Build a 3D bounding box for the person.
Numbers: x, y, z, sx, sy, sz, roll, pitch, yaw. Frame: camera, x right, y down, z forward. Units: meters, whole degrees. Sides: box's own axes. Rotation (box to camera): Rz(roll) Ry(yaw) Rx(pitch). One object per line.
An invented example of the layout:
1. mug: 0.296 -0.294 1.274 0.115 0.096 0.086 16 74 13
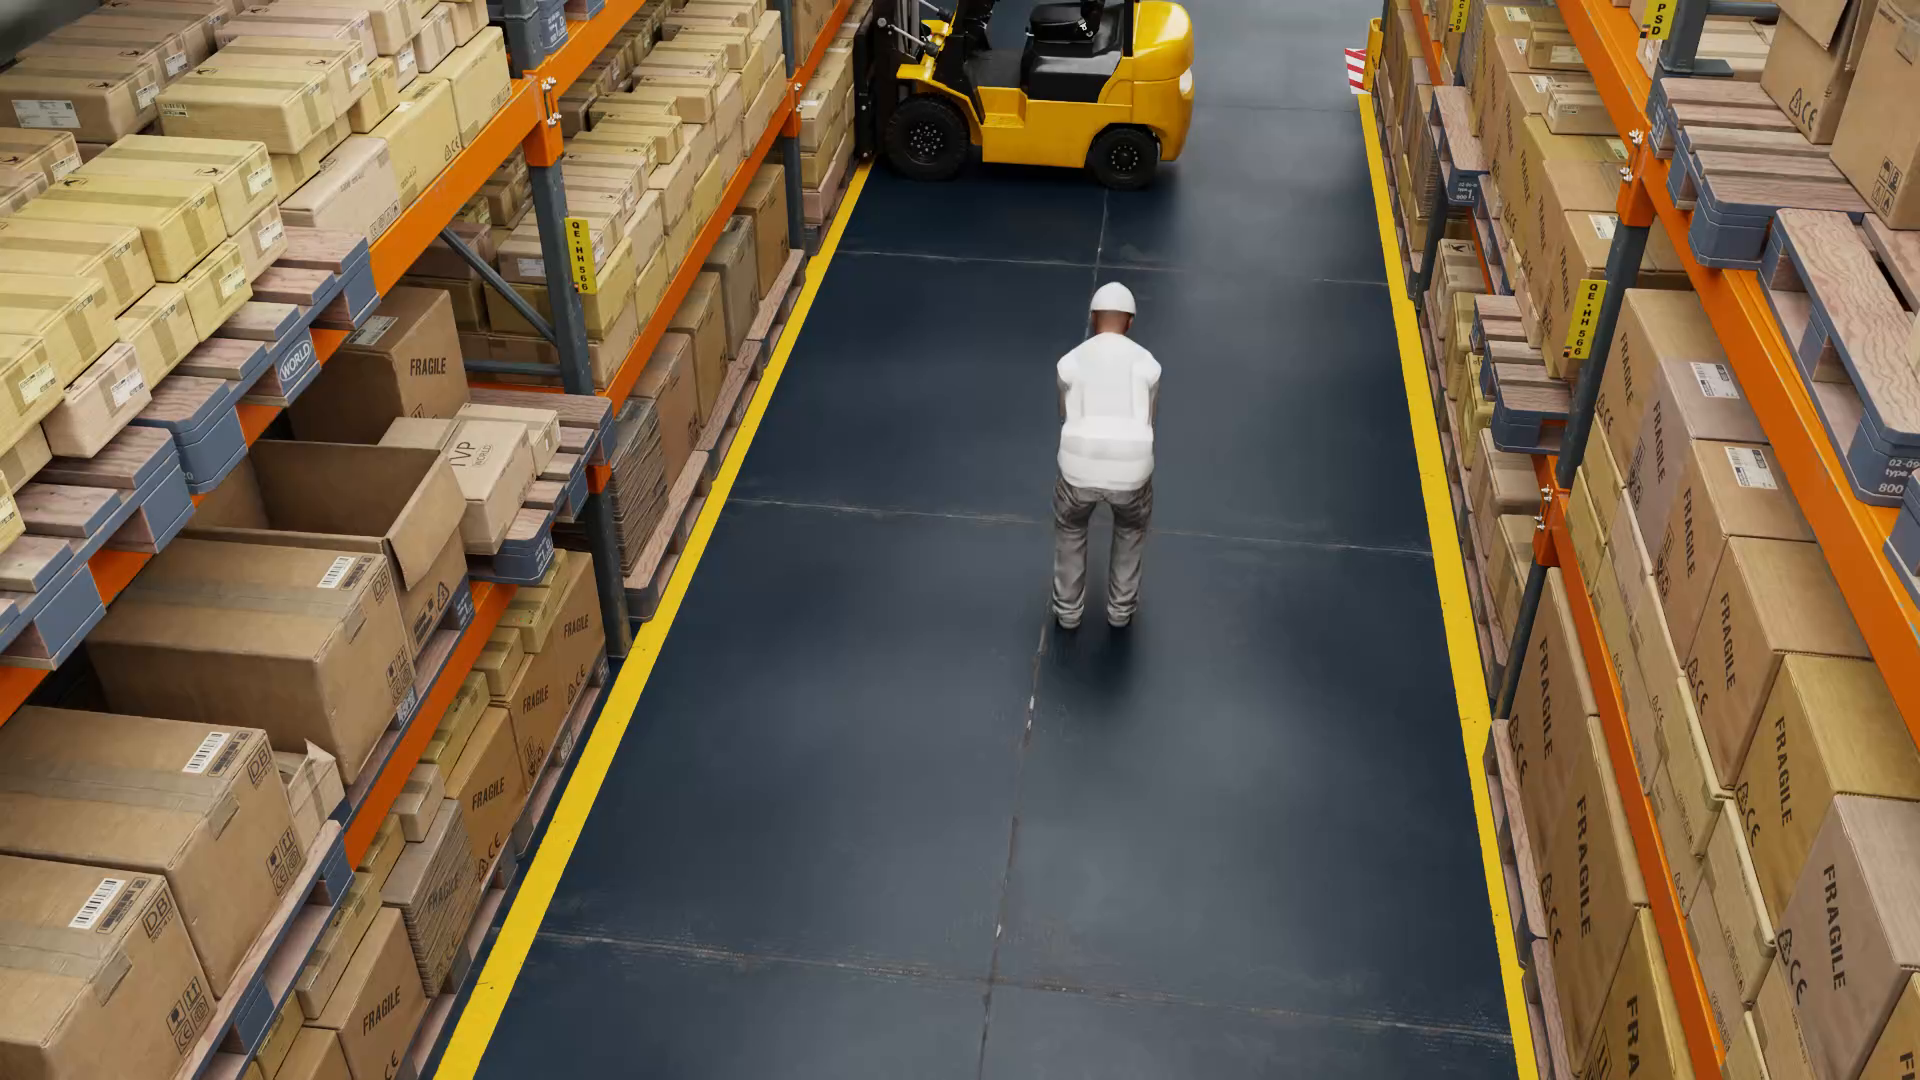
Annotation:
1. person: 0.669 -0.364 7.731 0.471 1.544 0.823 4 36 5
